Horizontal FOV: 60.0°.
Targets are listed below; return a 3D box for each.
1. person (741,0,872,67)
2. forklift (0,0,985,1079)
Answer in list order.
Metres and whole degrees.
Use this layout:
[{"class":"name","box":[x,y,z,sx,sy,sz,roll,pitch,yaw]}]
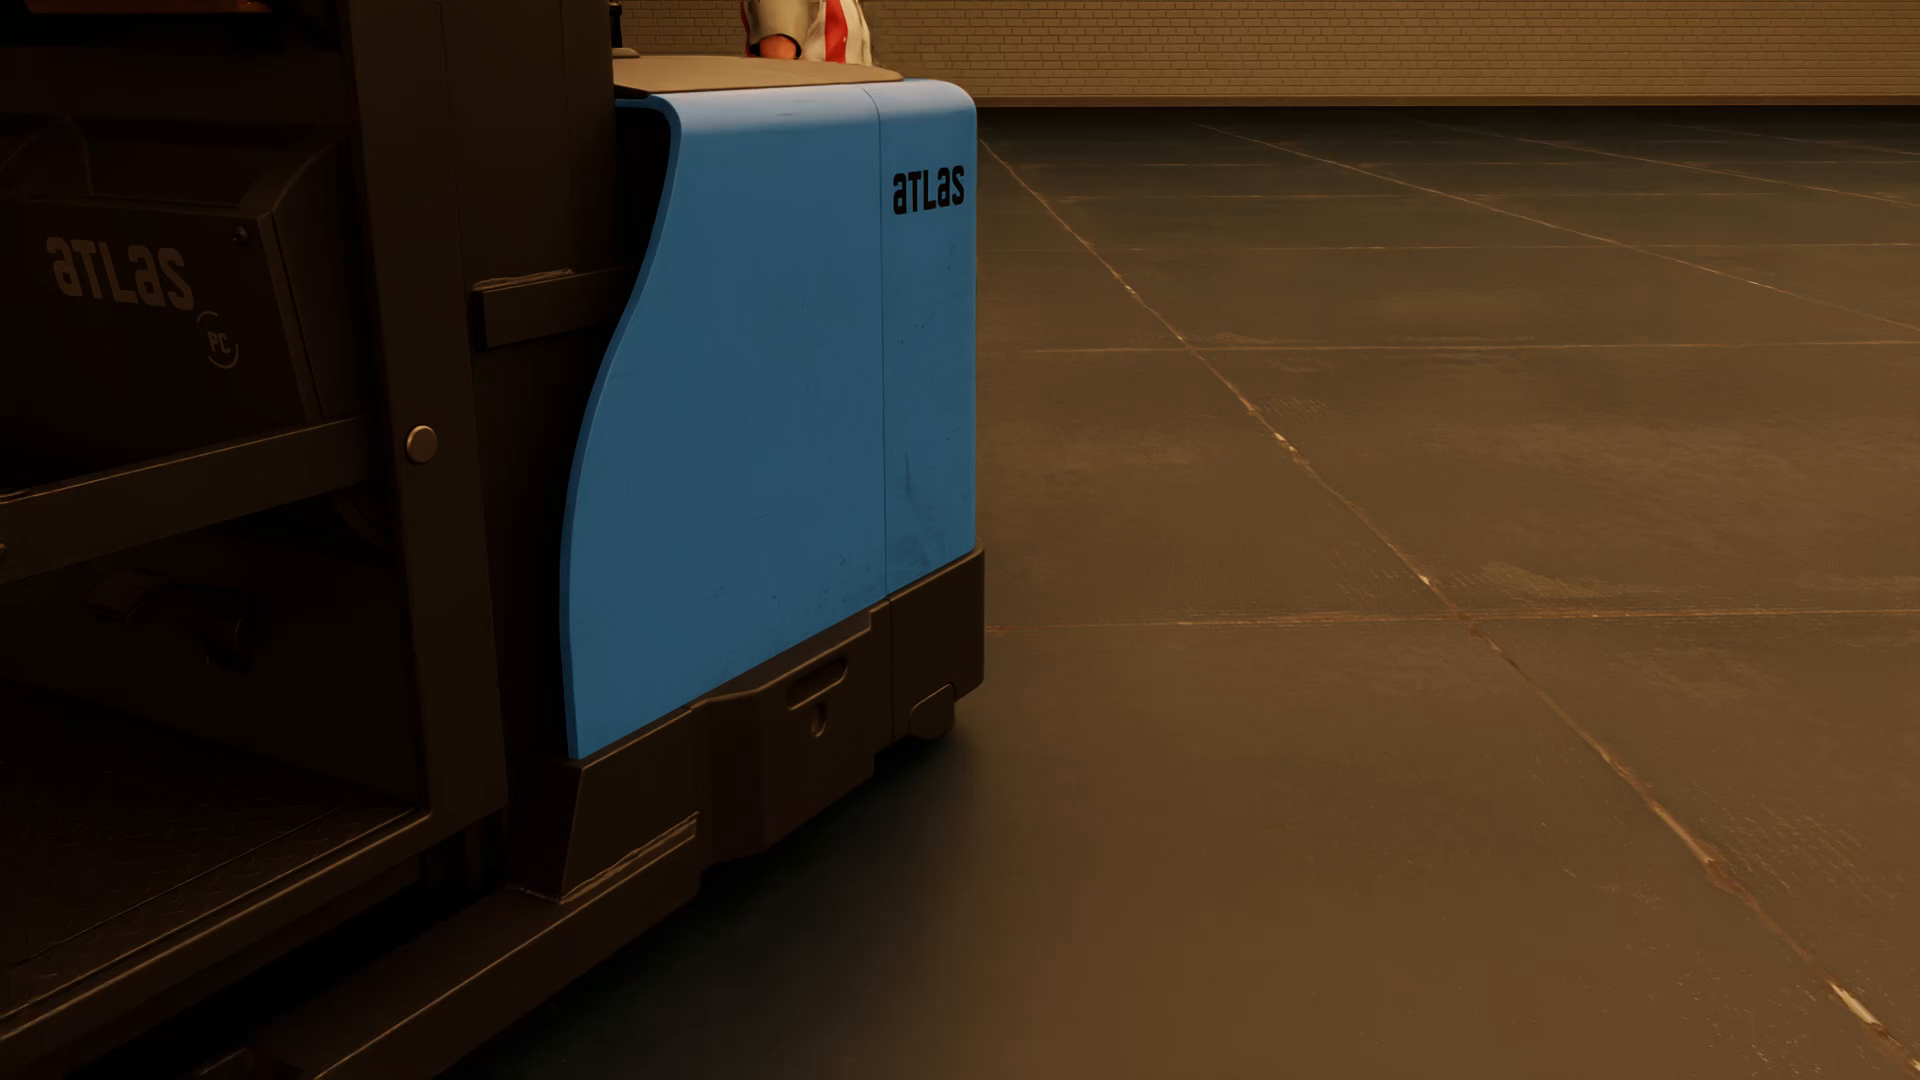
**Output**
[{"class":"person","box":[-0.315,-0.975,4.341,0.678,1.651,0.993,1,17,5]},{"class":"forklift","box":[-1.124,-0.798,1.515,1.130,2.935,3.031,9,19,28]}]
